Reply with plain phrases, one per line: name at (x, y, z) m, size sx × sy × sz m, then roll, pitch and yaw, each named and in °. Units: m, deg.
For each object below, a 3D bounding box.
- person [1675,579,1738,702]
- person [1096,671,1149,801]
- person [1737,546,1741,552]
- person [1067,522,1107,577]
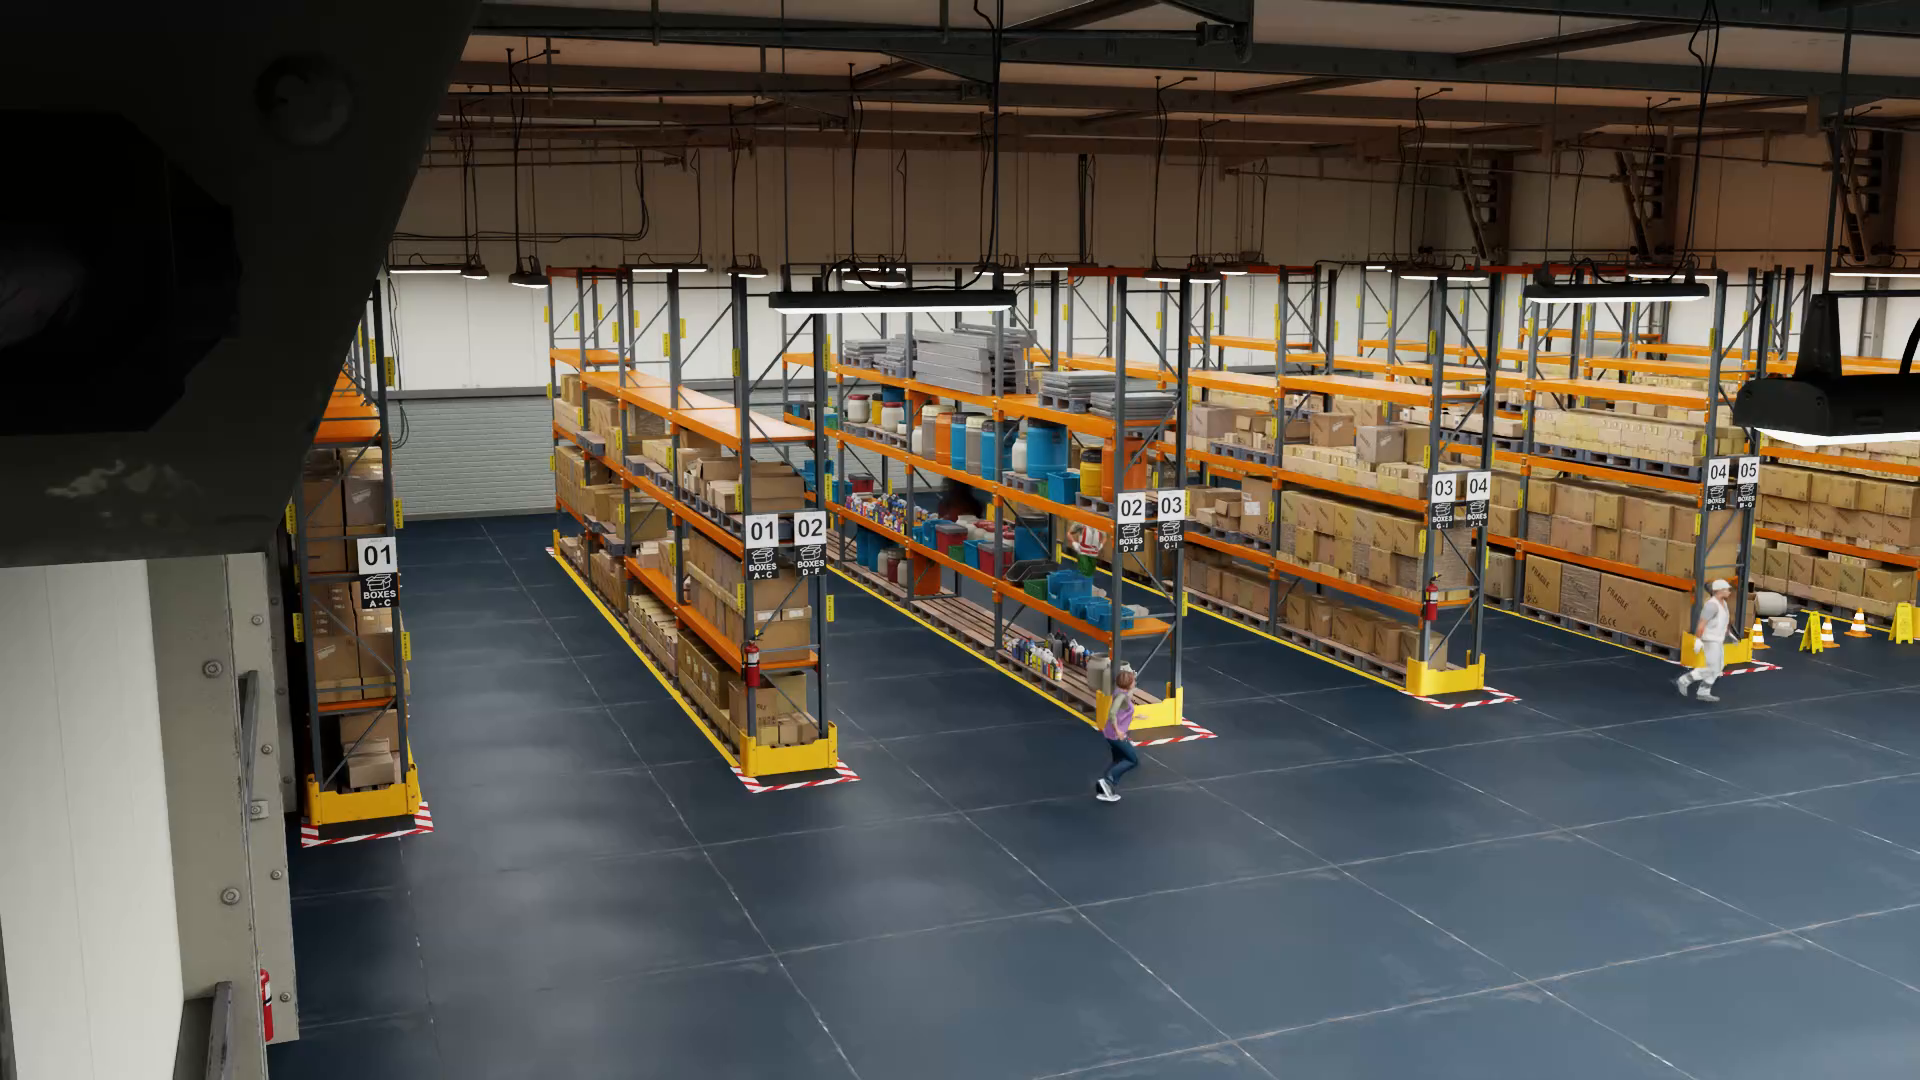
person at (10.558, 1.411, 23.478) m, size 0.694 × 1.754 × 0.713 m, roll 8°, pitch 12°, yaw 37°
person at (1.887, 2.267, 19.175) m, size 0.627 × 1.546 × 0.547 m, roll 0°, pitch 10°, yaw 0°
person at (15.573, -0.437, 34.016) m, size 0.660 × 1.750 × 0.926 m, roll -4°, pitch 11°, yaw -23°
person at (2.194, 0.275, 28.426) m, size 0.700 × 1.776 × 0.786 m, roll -4°, pitch 11°, yaw -21°
